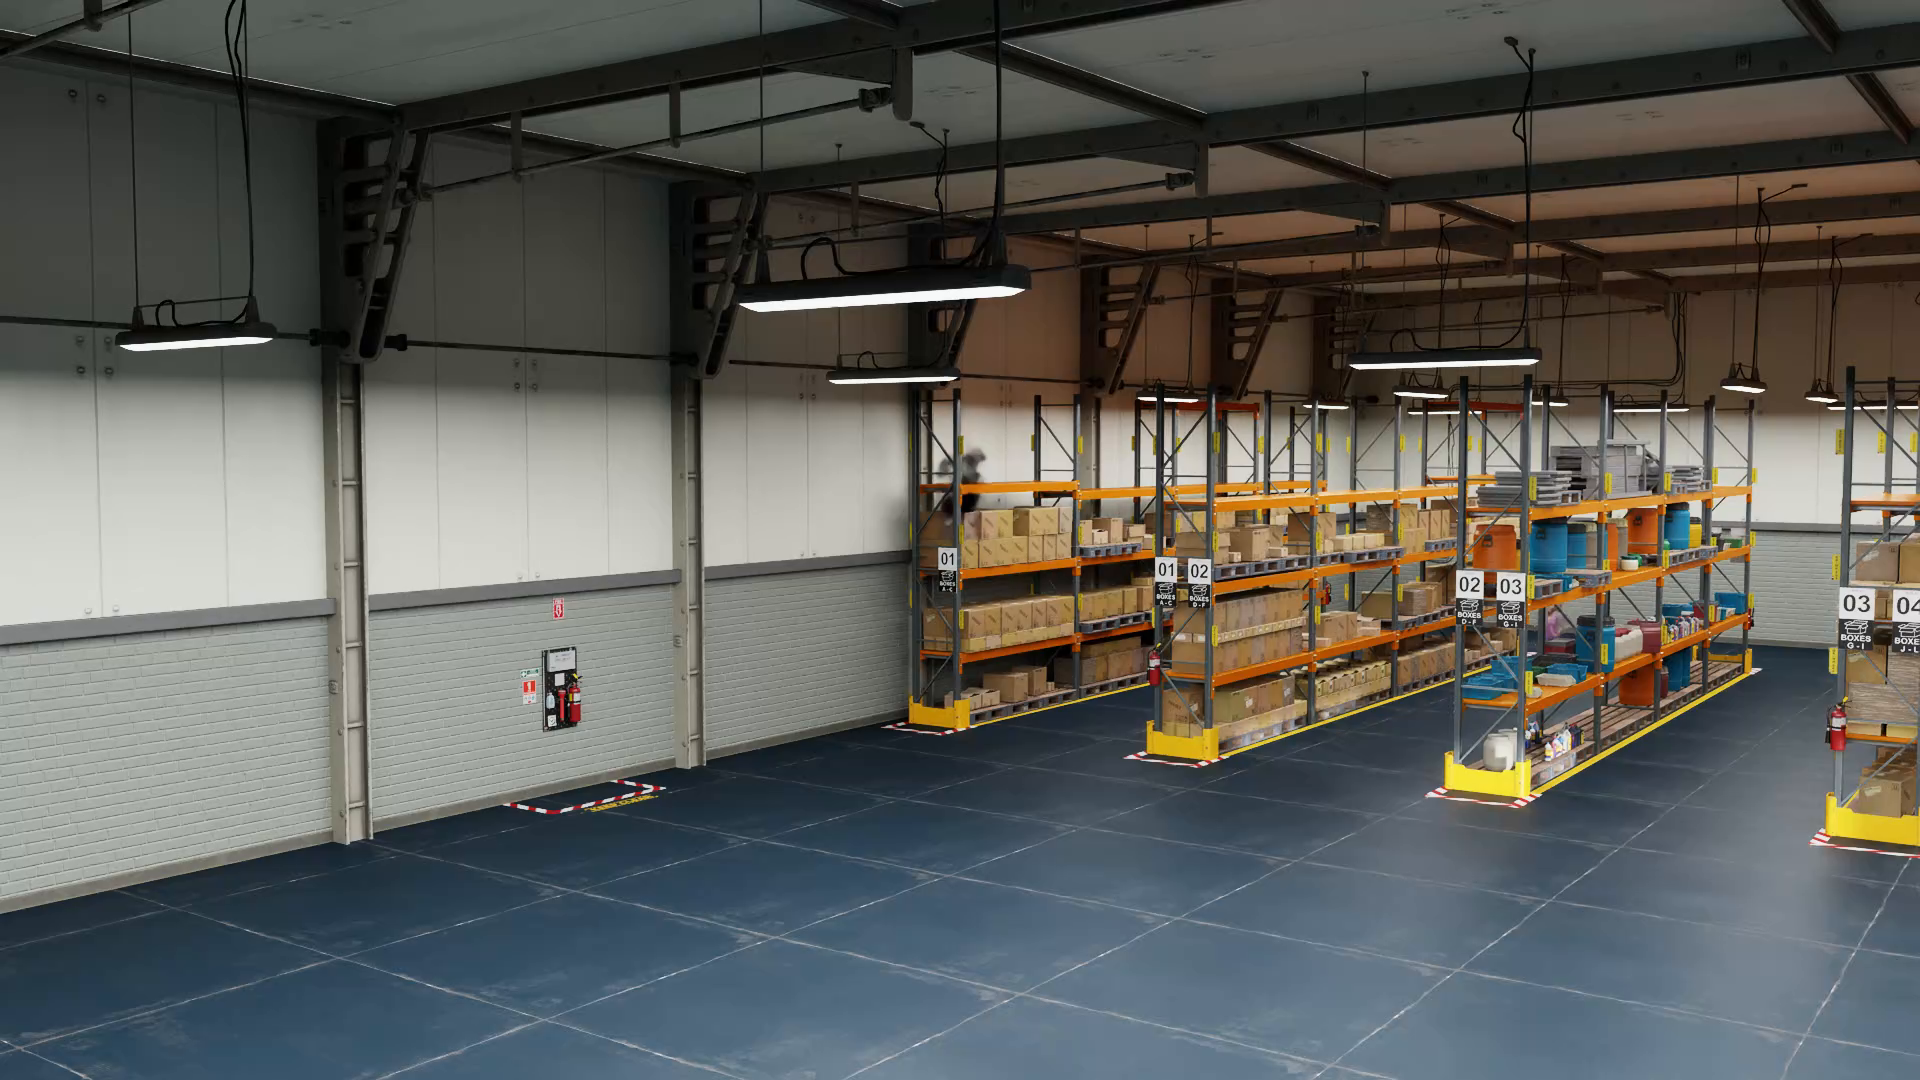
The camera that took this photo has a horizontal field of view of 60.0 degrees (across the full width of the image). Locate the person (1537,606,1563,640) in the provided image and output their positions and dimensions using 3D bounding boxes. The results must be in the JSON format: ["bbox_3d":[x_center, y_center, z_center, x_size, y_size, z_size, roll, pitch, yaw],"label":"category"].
[{"bbox_3d":[12.732,2.163,35.965,0.524,1.558,0.537,2,4,27],"label":"person"}]
